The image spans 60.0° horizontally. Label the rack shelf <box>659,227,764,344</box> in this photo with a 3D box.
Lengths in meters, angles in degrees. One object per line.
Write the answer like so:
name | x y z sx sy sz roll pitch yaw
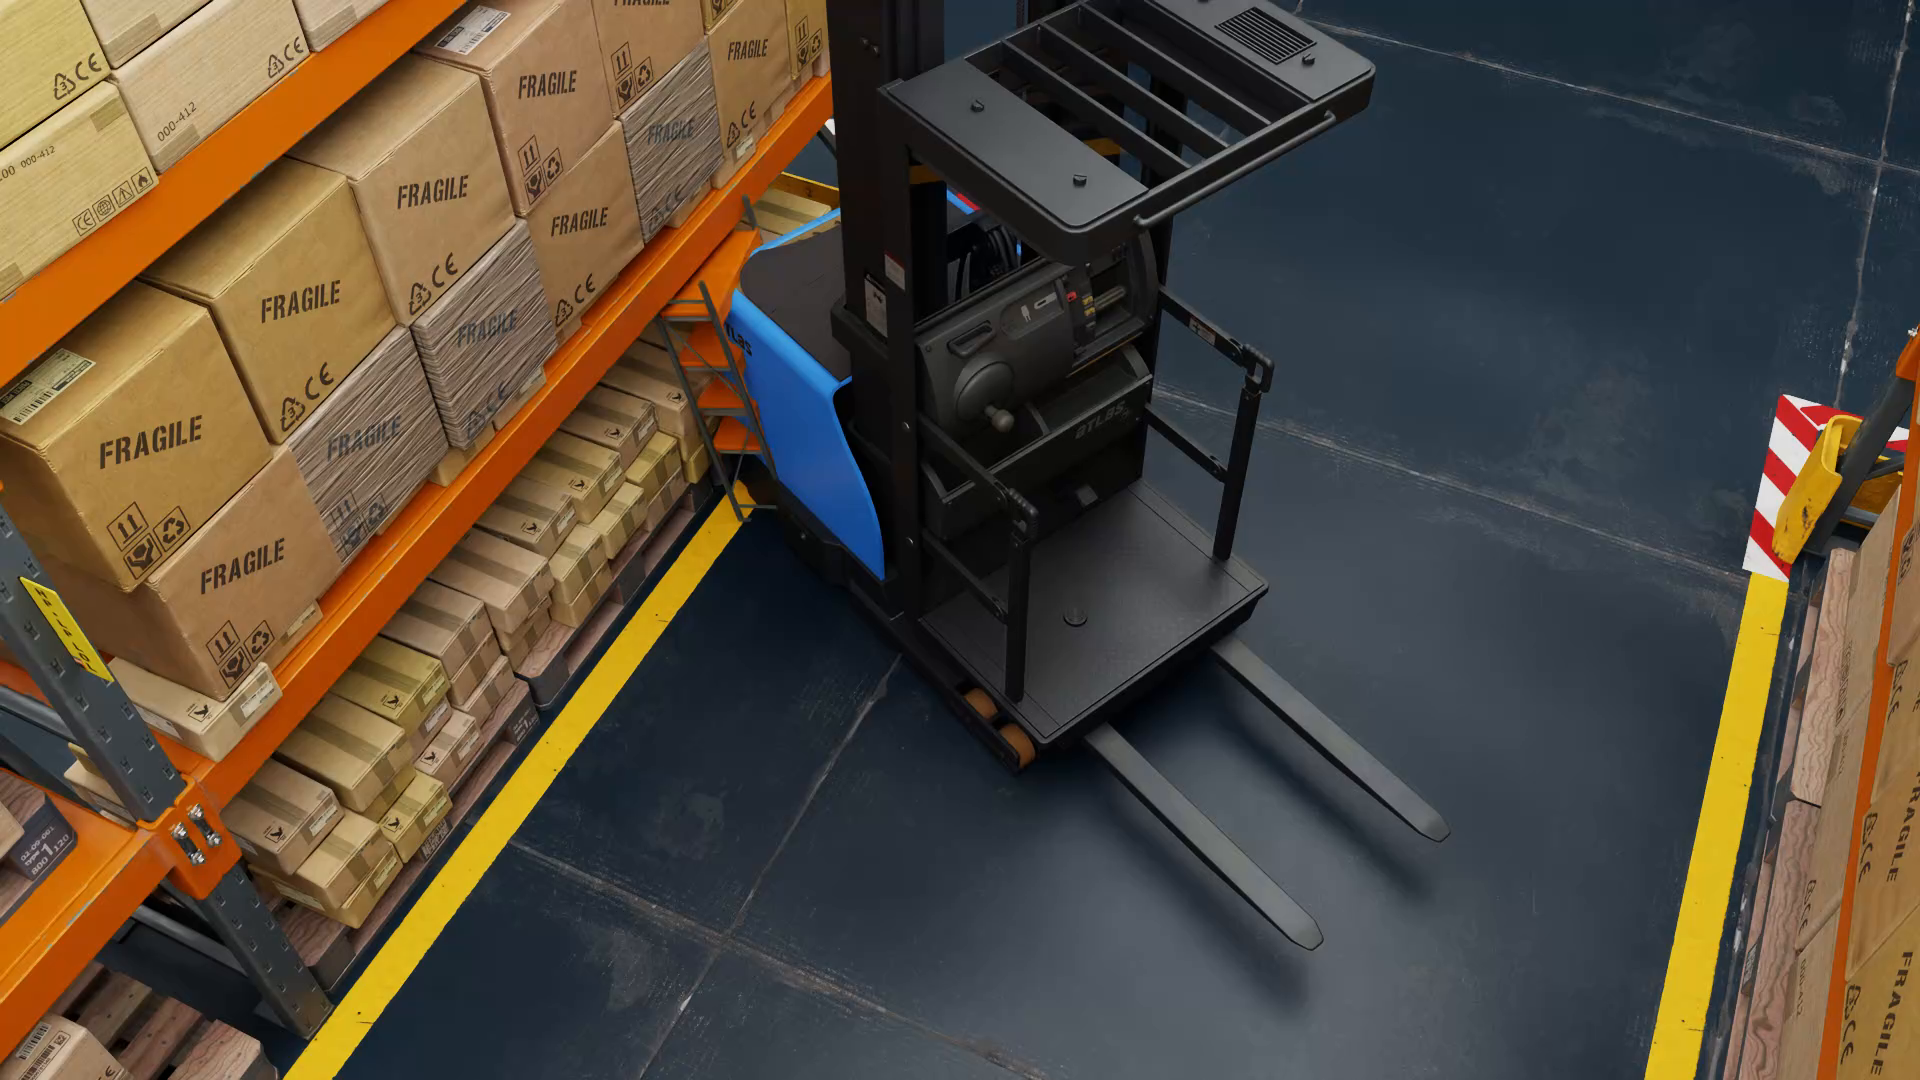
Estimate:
rack shelf | -0.896 -0.924 6.014 0.258 0.148 0.480 2 48 17

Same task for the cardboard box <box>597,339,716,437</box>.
cardboard box | -1.144 -0.580 6.294 0.380 0.149 0.250 22 53 17

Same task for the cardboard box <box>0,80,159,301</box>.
cardboard box | -2.032 -0.758 3.370 0.500 0.250 0.500 22 53 18

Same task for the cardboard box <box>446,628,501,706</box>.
cardboard box | -1.808 0.376 5.676 0.380 0.149 0.250 17 52 14

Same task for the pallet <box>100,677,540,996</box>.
pallet | -2.213 0.828 5.722 1.003 0.211 1.213 20 52 16

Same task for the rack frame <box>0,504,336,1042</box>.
rack frame | -2.468 0.398 4.257 1.000 3.000 0.127 20 52 16

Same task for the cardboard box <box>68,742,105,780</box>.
cardboard box | -2.552 0.663 5.237 0.380 0.149 0.250 21 53 17

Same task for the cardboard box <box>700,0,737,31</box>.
cardboard box | -0.947 -2.064 5.435 0.500 0.500 0.500 18 52 15

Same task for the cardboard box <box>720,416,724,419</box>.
cardboard box | -1.099 -0.600 6.702 0.380 0.149 0.250 20 53 16

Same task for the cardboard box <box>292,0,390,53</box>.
cardboard box | -1.586 -1.458 3.966 0.500 0.250 0.500 22 53 18

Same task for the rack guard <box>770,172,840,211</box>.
rack guard | -0.792 -1.494 7.508 1.175 0.500 0.348 20 52 16

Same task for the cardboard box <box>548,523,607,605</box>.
cardboard box | -1.504 0.041 5.961 0.380 0.149 0.250 19 52 16

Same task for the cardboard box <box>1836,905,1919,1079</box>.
cardboard box | 2.232 1.148 3.553 0.500 0.500 0.500 19 52 15

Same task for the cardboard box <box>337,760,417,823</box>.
cardboard box | -1.997 0.740 5.366 0.380 0.149 0.250 20 53 16

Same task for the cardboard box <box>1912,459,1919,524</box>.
cardboard box | 3.104 -0.253 4.745 0.500 0.500 0.500 19 52 16

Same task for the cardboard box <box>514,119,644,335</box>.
cardboard box | -1.374 -1.047 5.225 0.500 0.500 0.500 22 53 18

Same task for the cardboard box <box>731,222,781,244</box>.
cardboard box | -0.916 -1.160 6.788 0.380 0.149 0.250 21 53 17

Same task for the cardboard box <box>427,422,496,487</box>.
cardboard box | -1.653 -0.349 5.058 0.380 0.149 0.250 21 53 17

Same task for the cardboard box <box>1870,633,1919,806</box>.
cardboard box | 2.671 0.442 4.154 0.500 0.500 0.500 21 53 17

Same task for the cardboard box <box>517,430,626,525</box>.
cardboard box | -1.443 -0.245 6.009 0.380 0.149 0.250 20 52 16

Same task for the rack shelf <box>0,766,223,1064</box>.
rack shelf | -3.323 2.008 3.359 1.077 0.370 4.000 20 52 16

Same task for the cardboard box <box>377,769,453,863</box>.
cardboard box | -1.909 0.856 5.463 0.380 0.149 0.250 21 53 17

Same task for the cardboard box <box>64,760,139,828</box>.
cardboard box | -2.621 0.769 5.342 0.380 0.149 0.250 21 53 17

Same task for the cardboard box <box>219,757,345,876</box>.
cardboard box | -2.134 0.823 5.101 0.380 0.149 0.250 22 53 18

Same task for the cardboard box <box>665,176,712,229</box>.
cardboard box | -1.104 -1.267 5.838 0.380 0.149 0.250 18 52 14

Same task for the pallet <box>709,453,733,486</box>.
pallet | -1.171 -0.852 7.152 1.003 0.211 1.213 20 52 16

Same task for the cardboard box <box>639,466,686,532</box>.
cardboard box | -1.286 -0.222 6.381 0.380 0.149 0.250 21 53 17

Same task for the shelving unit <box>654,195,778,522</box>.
shelving unit | -0.822 -0.659 6.295 0.258 1.200 0.503 2 48 17

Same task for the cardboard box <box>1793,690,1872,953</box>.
cardboard box | 3.184 0.999 5.152 0.875 0.438 0.875 21 53 17

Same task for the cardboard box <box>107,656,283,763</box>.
cardboard box | -2.051 0.391 4.428 0.380 0.149 0.250 22 53 17

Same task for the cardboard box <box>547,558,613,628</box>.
cardboard box | -1.505 0.133 6.079 0.380 0.149 0.250 19 52 15

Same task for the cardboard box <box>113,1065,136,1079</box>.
cardboard box | -2.557 1.664 4.546 0.500 0.500 0.500 19 52 15

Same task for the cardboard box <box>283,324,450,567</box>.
cardboard box | -1.824 -0.333 4.618 0.500 0.500 0.500 20 52 16

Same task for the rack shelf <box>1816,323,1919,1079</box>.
rack shelf | 2.905 0.795 4.391 1.077 0.370 4.000 20 52 16

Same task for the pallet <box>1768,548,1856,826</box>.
pallet | 3.488 0.664 5.861 1.003 0.211 1.213 20 52 16

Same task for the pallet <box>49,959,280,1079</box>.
pallet | -2.800 1.838 4.862 1.003 0.211 1.213 20 52 16

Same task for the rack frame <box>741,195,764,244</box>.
rack frame | -0.769 -0.839 6.451 0.240 1.200 0.015 2 48 17

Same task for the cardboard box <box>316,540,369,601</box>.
cardboard box | -1.942 -0.012 4.771 0.380 0.149 0.250 18 52 15

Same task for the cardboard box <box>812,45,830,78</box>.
cardboard box | -0.643 -1.958 6.427 0.380 0.149 0.250 20 52 16

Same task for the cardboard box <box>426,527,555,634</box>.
cardboard box | -1.626 0.127 5.693 0.380 0.149 0.250 21 53 17

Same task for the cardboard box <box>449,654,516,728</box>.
cardboard box | -1.786 0.477 5.786 0.380 0.149 0.250 19 52 15

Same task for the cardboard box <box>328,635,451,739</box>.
cardboard box | -1.899 0.463 5.407 0.380 0.149 0.250 19 52 16

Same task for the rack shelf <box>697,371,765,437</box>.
rack shelf | -0.809 -0.614 6.343 0.258 0.148 0.480 2 48 17

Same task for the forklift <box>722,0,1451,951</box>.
forklift | 0.398 -0.578 5.133 1.130 2.935 3.031 -32 57 -24

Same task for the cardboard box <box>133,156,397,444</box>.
cardboard box | -1.848 -0.648 4.230 0.500 0.500 0.500 18 52 15

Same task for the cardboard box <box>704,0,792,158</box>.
cardboard box | -0.943 -1.739 5.814 0.500 0.500 0.500 19 52 16

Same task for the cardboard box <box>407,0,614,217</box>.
cardboard box | -1.384 -1.338 4.817 0.500 0.500 0.500 18 52 15

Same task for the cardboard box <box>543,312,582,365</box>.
cardboard box | -1.460 -0.731 5.383 0.380 0.149 0.250 22 53 17

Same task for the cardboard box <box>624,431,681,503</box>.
cardboard box | -1.283 -0.319 6.268 0.380 0.149 0.250 22 53 18

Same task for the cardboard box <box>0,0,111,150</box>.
cardboard box | -2.046 -0.941 3.197 0.500 0.250 0.500 21 53 17

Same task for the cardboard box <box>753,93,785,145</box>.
cardboard box | -0.877 -1.622 6.141 0.380 0.149 0.250 19 52 16
